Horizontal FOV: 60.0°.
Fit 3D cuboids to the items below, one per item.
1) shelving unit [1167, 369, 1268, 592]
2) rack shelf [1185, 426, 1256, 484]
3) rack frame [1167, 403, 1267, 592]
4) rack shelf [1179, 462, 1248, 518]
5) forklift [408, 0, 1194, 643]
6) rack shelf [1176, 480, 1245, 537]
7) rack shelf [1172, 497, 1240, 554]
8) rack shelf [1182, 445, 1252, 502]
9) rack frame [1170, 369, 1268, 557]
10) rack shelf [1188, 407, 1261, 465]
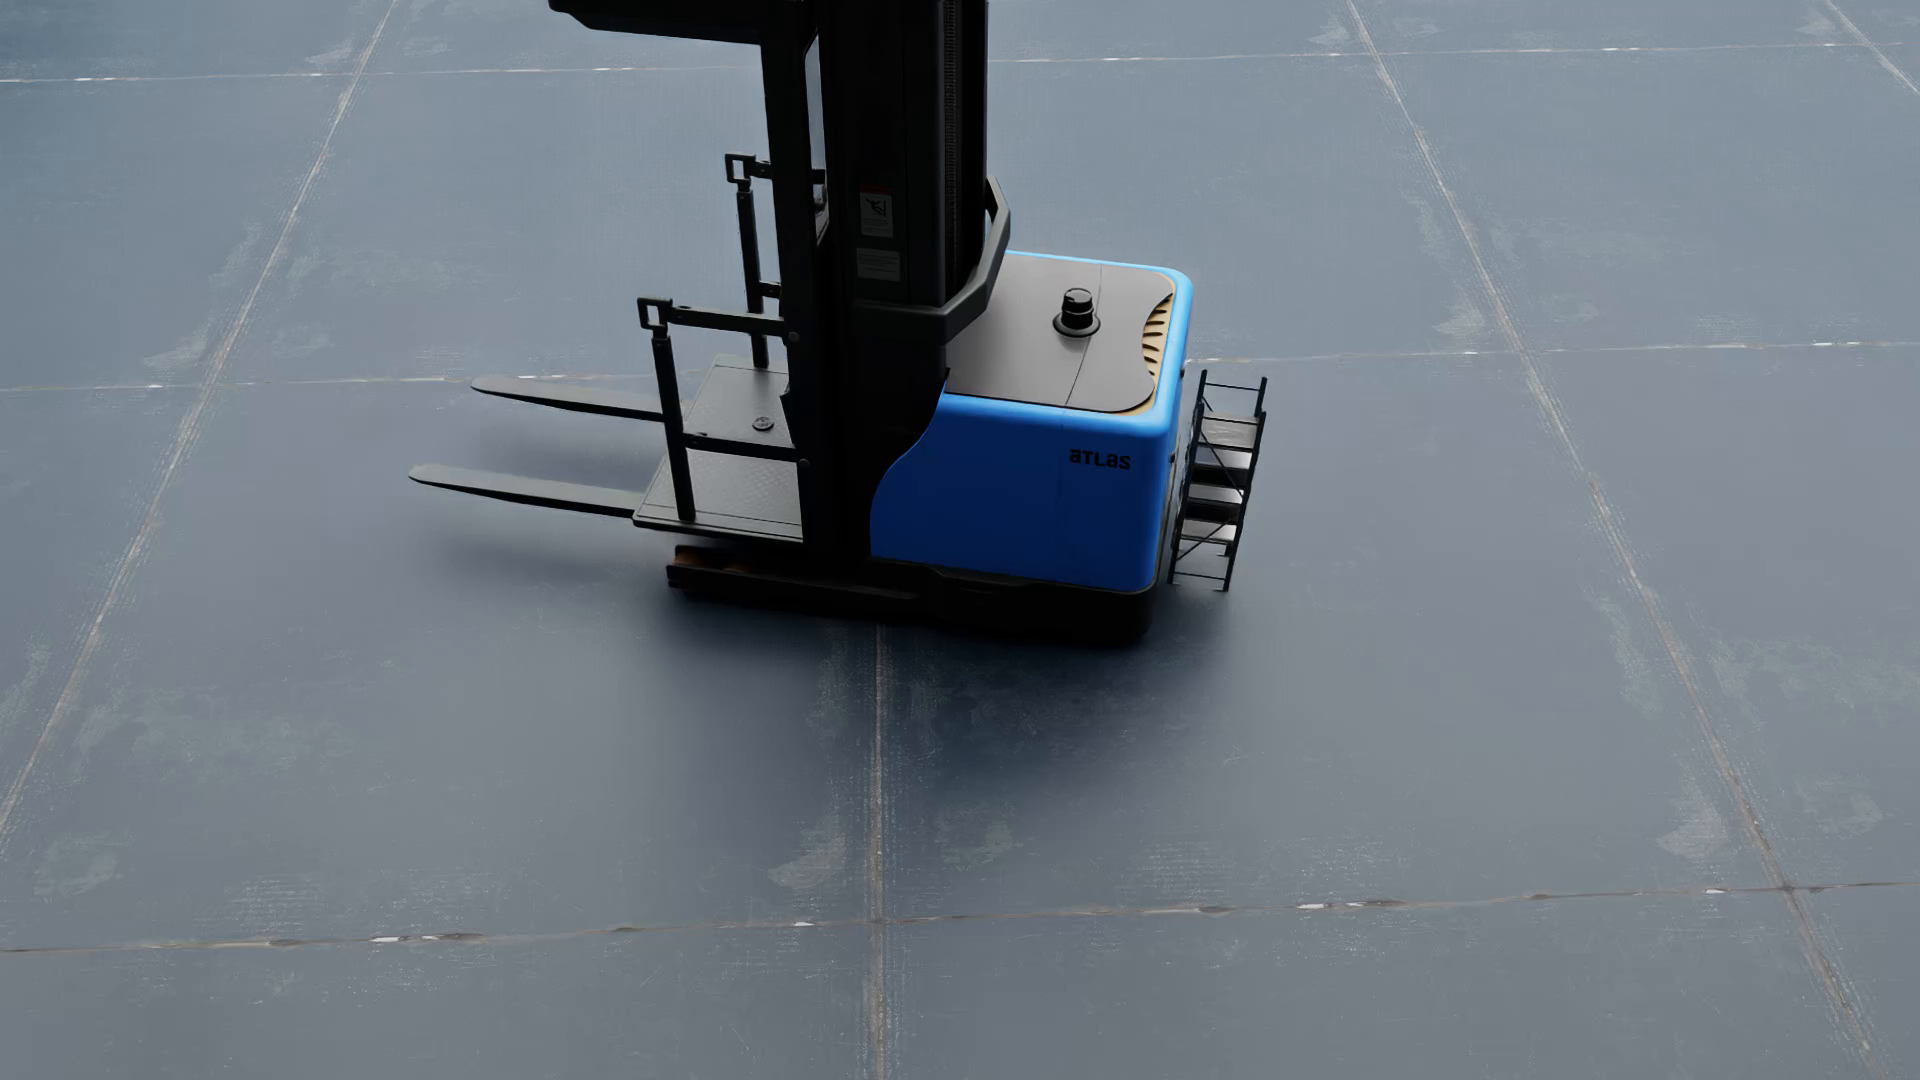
[{"bbox_3d":[0.968,-0.212,6.306,0.258,0.900,0.210,8,43,5],"label":"shelving unit"},{"bbox_3d":[0.975,-0.319,6.206,0.258,0.077,0.200,8,43,5],"label":"rack shelf"},{"bbox_3d":[0.953,-0.144,6.232,0.240,0.900,0.006,8,43,5],"label":"rack frame"},{"bbox_3d":[0.967,-0.187,6.329,0.258,0.077,0.200,8,43,5],"label":"rack shelf"},{"bbox_3d":[-0.676,-1.190,5.879,3.031,2.935,1.130,8,43,8],"label":"forklift"},{"bbox_3d":[0.963,-0.122,6.390,0.258,0.077,0.200,8,43,5],"label":"rack shelf"},{"bbox_3d":[0.959,-0.056,6.451,0.258,0.077,0.200,8,43,5],"label":"rack shelf"},{"bbox_3d":[0.971,-0.253,6.267,0.258,0.077,0.200,8,43,5],"label":"rack shelf"},{"bbox_3d":[0.984,-0.280,6.380,0.240,0.900,0.006,8,43,5],"label":"rack frame"},{"bbox_3d":[0.979,-0.385,6.145,0.258,0.077,0.200,8,43,5],"label":"rack shelf"}]
